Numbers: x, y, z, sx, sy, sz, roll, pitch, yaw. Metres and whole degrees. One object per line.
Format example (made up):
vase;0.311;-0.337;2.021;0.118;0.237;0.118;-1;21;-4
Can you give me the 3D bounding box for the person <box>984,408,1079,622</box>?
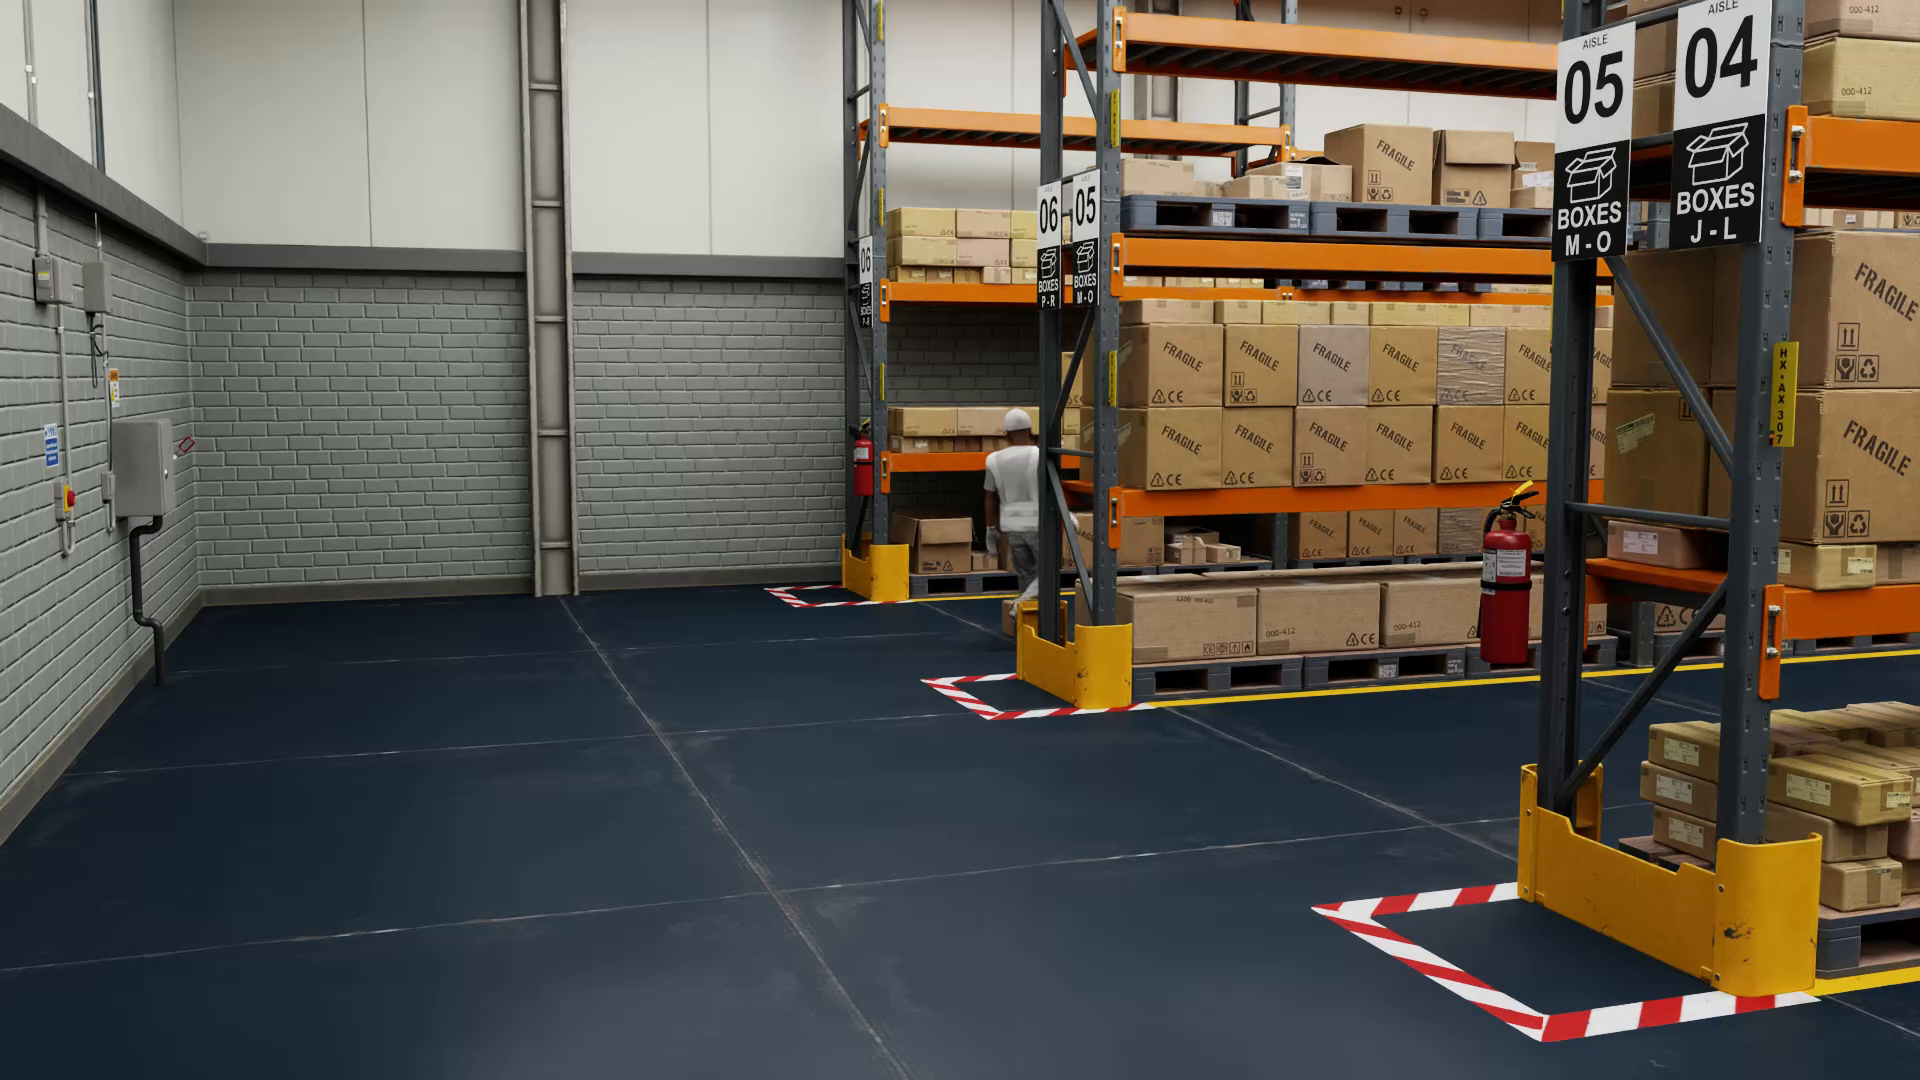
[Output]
person;0.545;-0.106;12.383;0.643;1.748;0.864;3;6;25
